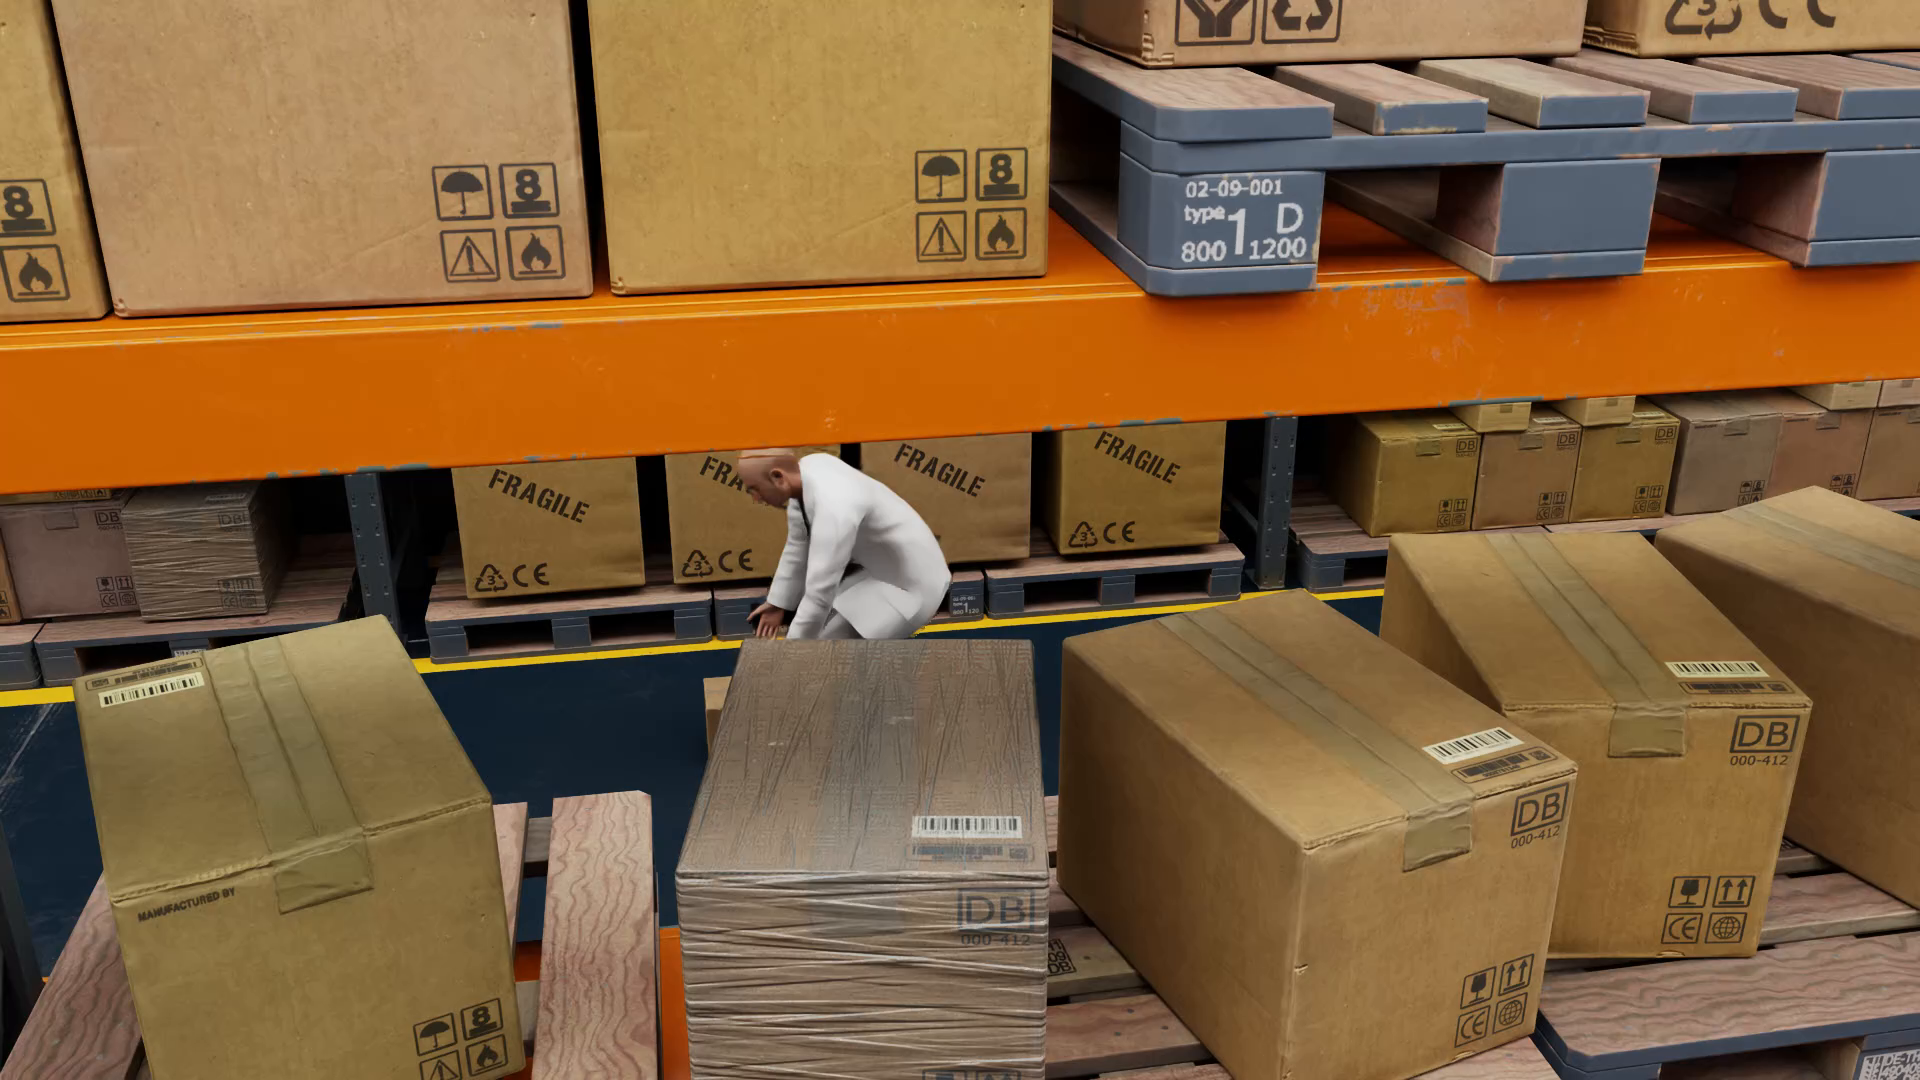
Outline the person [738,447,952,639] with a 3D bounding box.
[{"bbox_3d":[-0.417,0.255,6.272,0.780,1.189,0.631,-4,23,-10],"label":"person"}]
